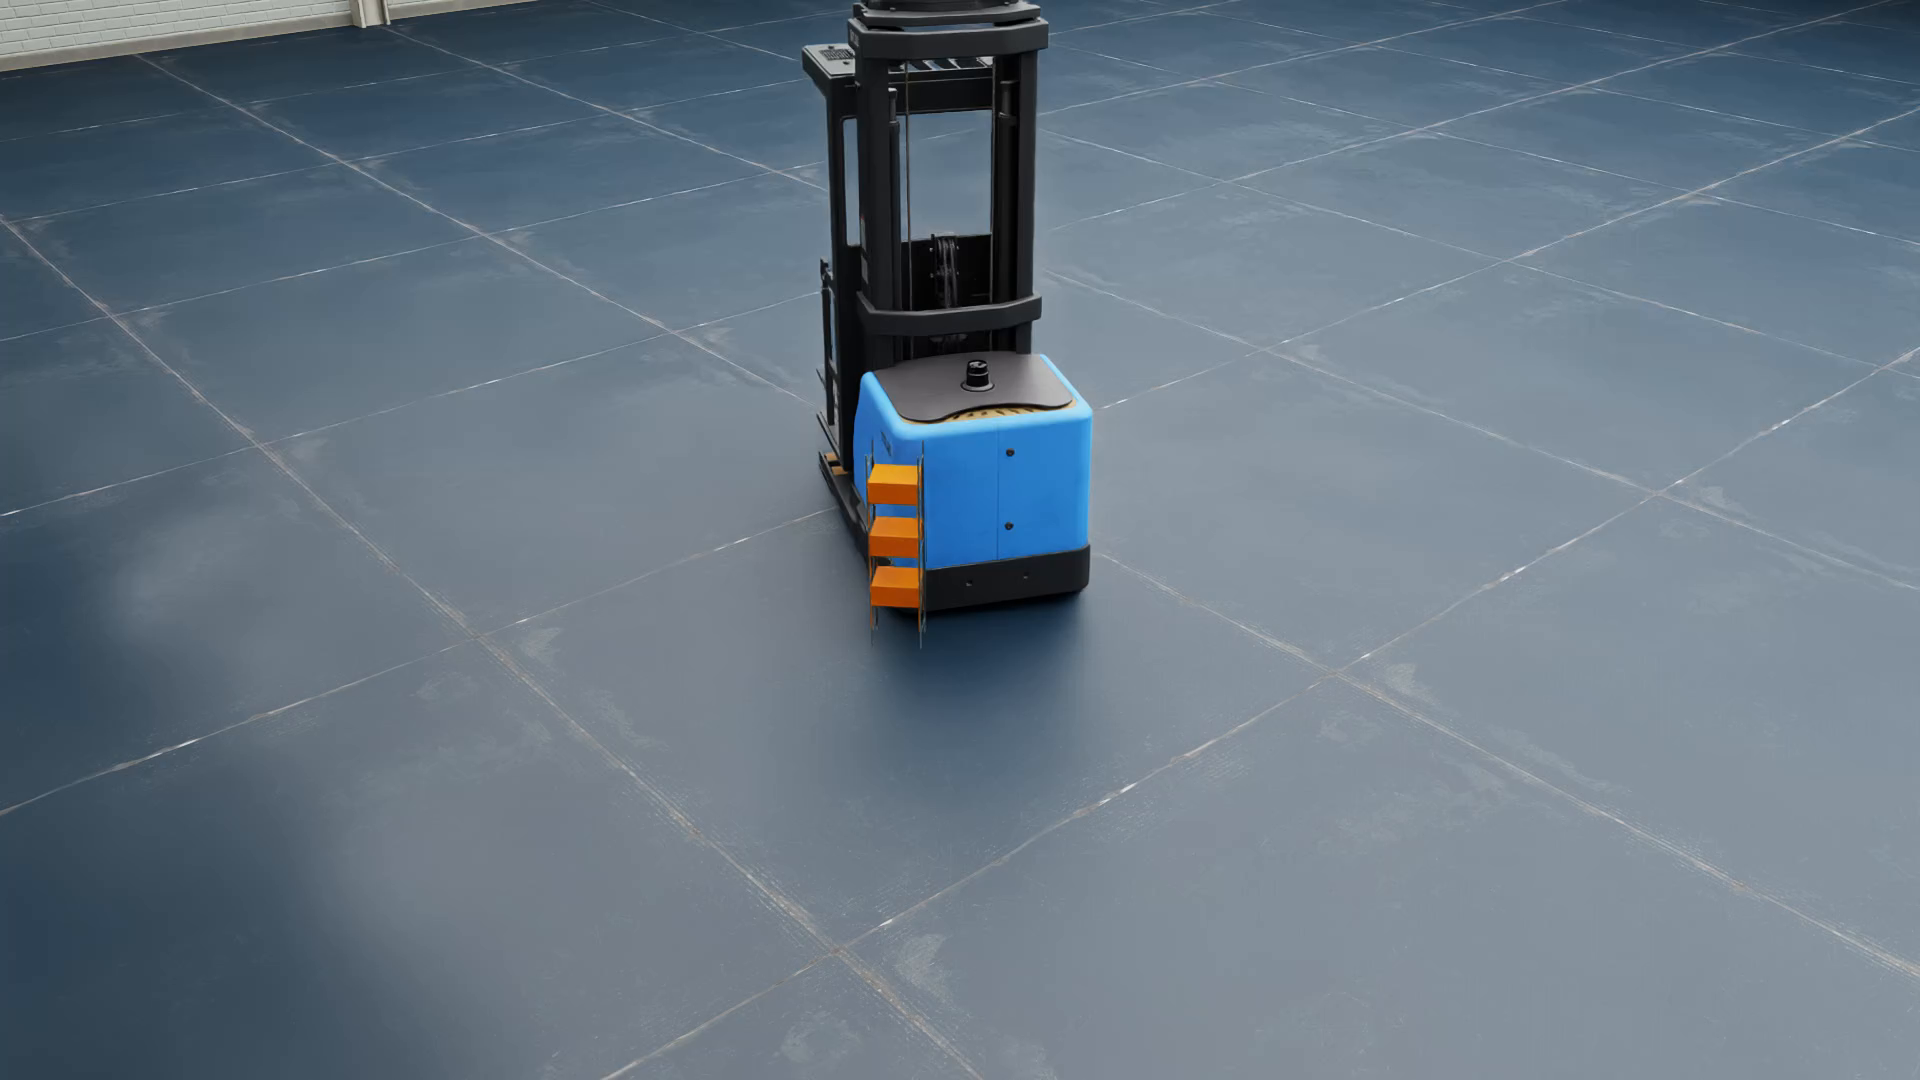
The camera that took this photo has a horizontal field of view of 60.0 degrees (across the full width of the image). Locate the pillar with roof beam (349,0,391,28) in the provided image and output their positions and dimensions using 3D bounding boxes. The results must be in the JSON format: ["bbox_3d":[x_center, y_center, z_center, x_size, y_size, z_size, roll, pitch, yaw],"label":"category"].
[{"bbox_3d":[-5.004,-9.263,17.036,0.400,9.000,9.100,-22,35,-35],"label":"pillar with roof beam"}]

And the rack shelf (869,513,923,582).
[{"bbox_3d":[-0.307,0.035,8.092,0.240,0.259,0.215,3,28,5],"label":"rack shelf"}]

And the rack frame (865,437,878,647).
[{"bbox_3d":[-0.428,0.020,8.098,0.008,1.050,0.200,3,28,5],"label":"rack frame"}]

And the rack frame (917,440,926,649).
[{"bbox_3d":[-0.185,0.032,8.076,0.008,1.050,0.200,3,28,5],"label":"rack frame"}]

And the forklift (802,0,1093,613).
[{"bbox_3d":[-0.211,-1.601,9.136,1.130,2.935,3.031,-7,29,-14],"label":"forklift"}]

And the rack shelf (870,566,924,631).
[{"bbox_3d":[-0.307,0.280,8.223,0.240,0.259,0.215,3,28,5],"label":"rack shelf"}]

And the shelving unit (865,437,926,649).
[{"bbox_3d":[-0.307,0.026,8.087,0.252,1.050,0.215,3,28,5],"label":"shelving unit"}]

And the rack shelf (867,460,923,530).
[{"bbox_3d":[-0.307,-0.215,7.958,0.240,0.259,0.215,3,28,5],"label":"rack shelf"}]
